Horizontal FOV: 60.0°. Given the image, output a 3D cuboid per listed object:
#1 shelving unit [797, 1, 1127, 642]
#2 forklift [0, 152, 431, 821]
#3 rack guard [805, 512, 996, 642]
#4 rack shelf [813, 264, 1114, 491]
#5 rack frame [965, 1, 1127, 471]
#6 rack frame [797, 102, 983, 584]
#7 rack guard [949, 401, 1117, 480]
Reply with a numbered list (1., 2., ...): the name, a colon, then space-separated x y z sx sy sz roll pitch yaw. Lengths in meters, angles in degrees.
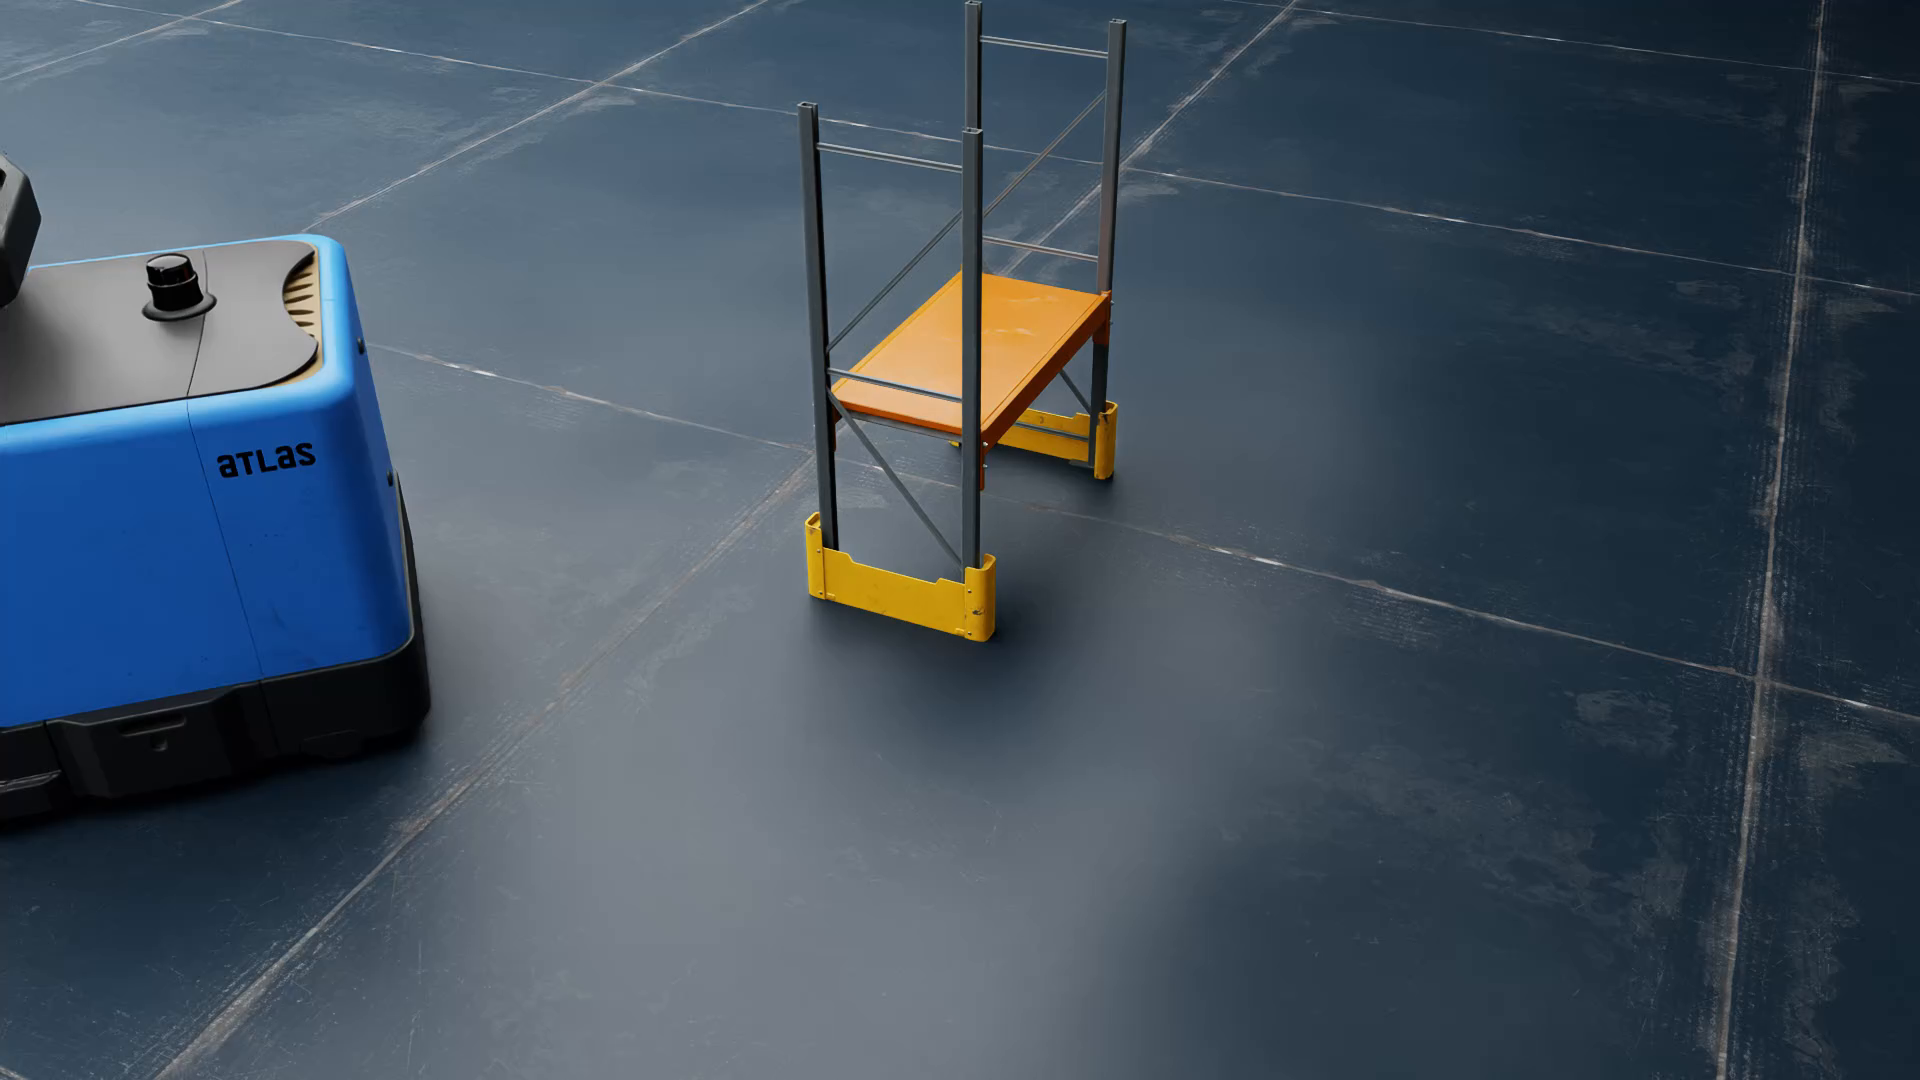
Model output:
1. shelving unit: 0.032 -0.665 4.897 0.587 1.500 1.083 14 36 20
2. forklift: -2.987 -0.681 3.616 3.031 2.935 1.130 -11 35 -16
3. rack guard: -0.176 0.106 4.861 0.587 0.250 0.087 14 36 20
4. rack shelf: 0.036 -0.519 5.002 0.538 0.185 1.000 14 36 20
5. rack frame: 0.248 -0.923 5.290 0.500 1.500 0.032 14 36 20
6. rack frame: -0.177 -0.417 4.517 0.500 1.500 0.032 14 36 20
7. rack guard: 0.240 -0.391 5.618 0.587 0.250 0.087 14 36 20
